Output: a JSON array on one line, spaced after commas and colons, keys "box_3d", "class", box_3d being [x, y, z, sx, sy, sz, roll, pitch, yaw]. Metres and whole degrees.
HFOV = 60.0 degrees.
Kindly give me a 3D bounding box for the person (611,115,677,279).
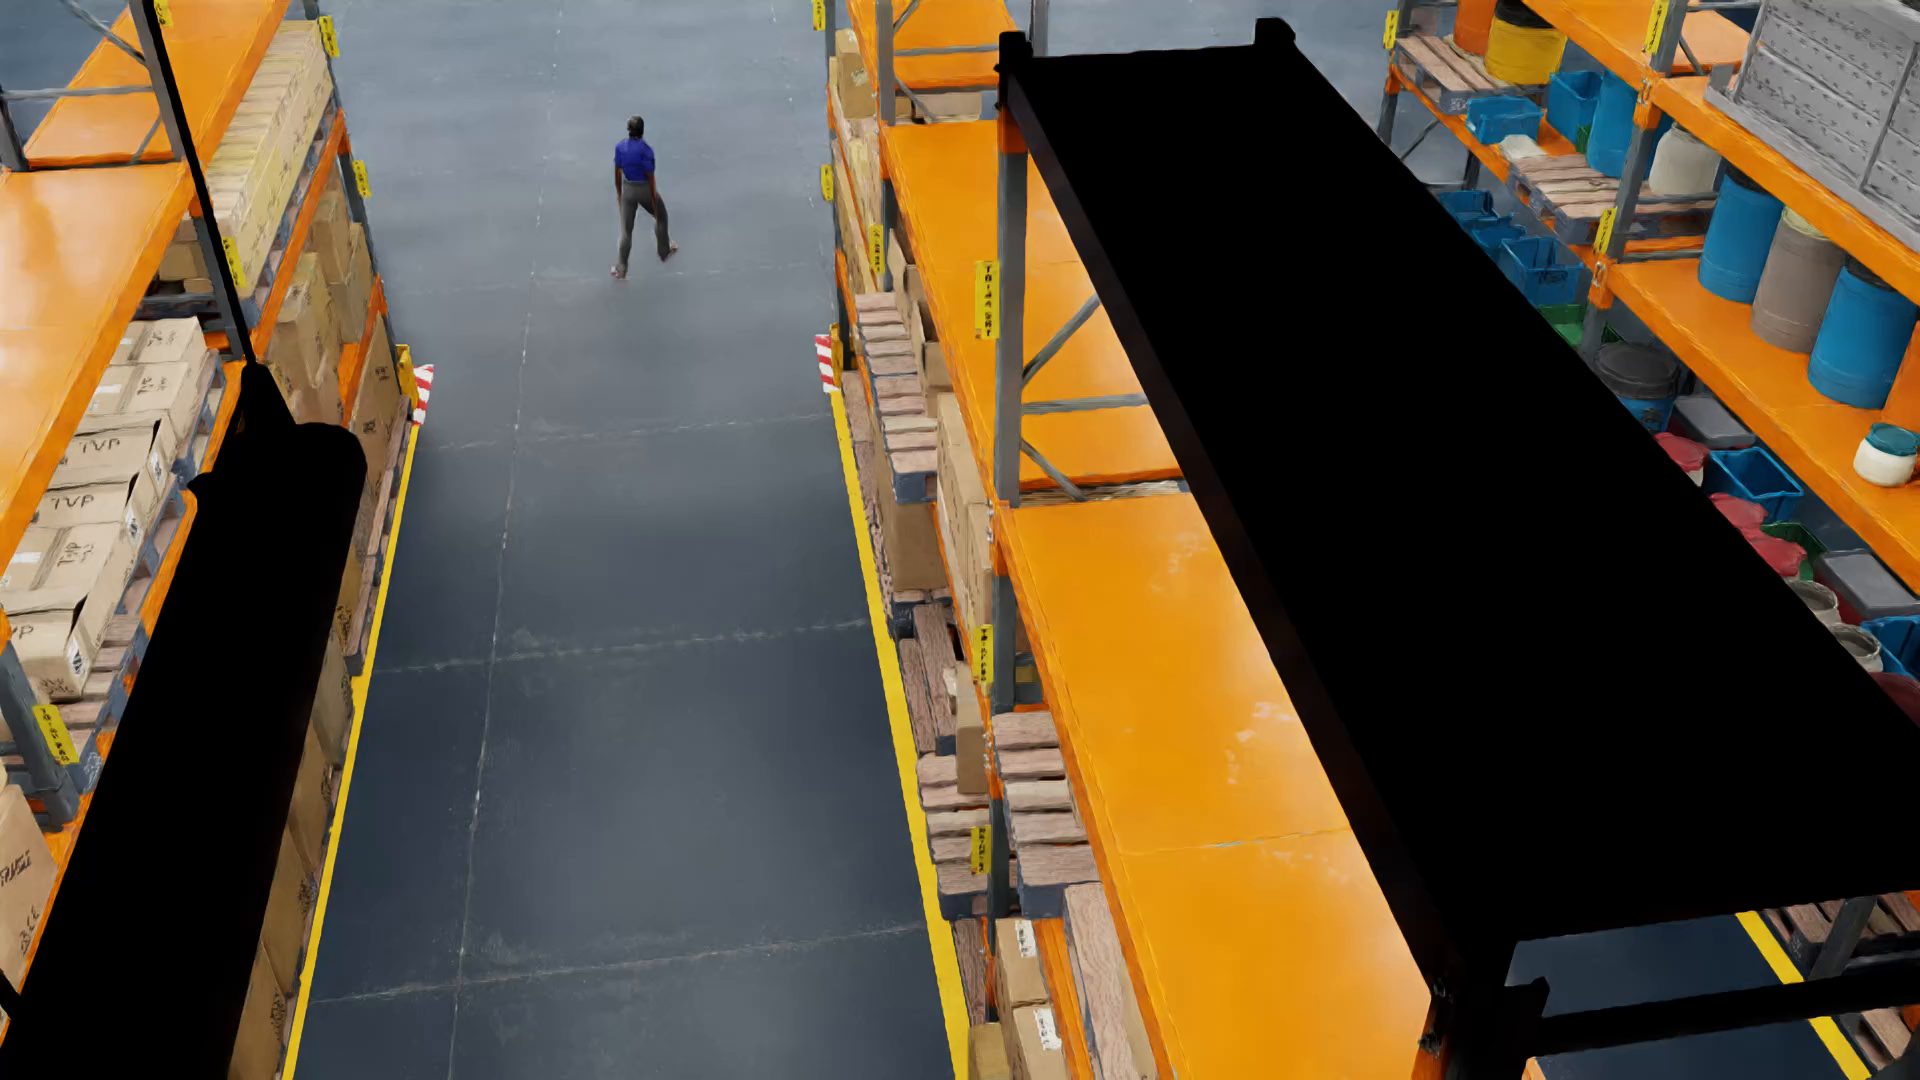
[{"box_3d": [-3.287, -3.491, 16.867, 0.505, 1.578, 0.937, 7, 37, 10], "class": "person"}]
